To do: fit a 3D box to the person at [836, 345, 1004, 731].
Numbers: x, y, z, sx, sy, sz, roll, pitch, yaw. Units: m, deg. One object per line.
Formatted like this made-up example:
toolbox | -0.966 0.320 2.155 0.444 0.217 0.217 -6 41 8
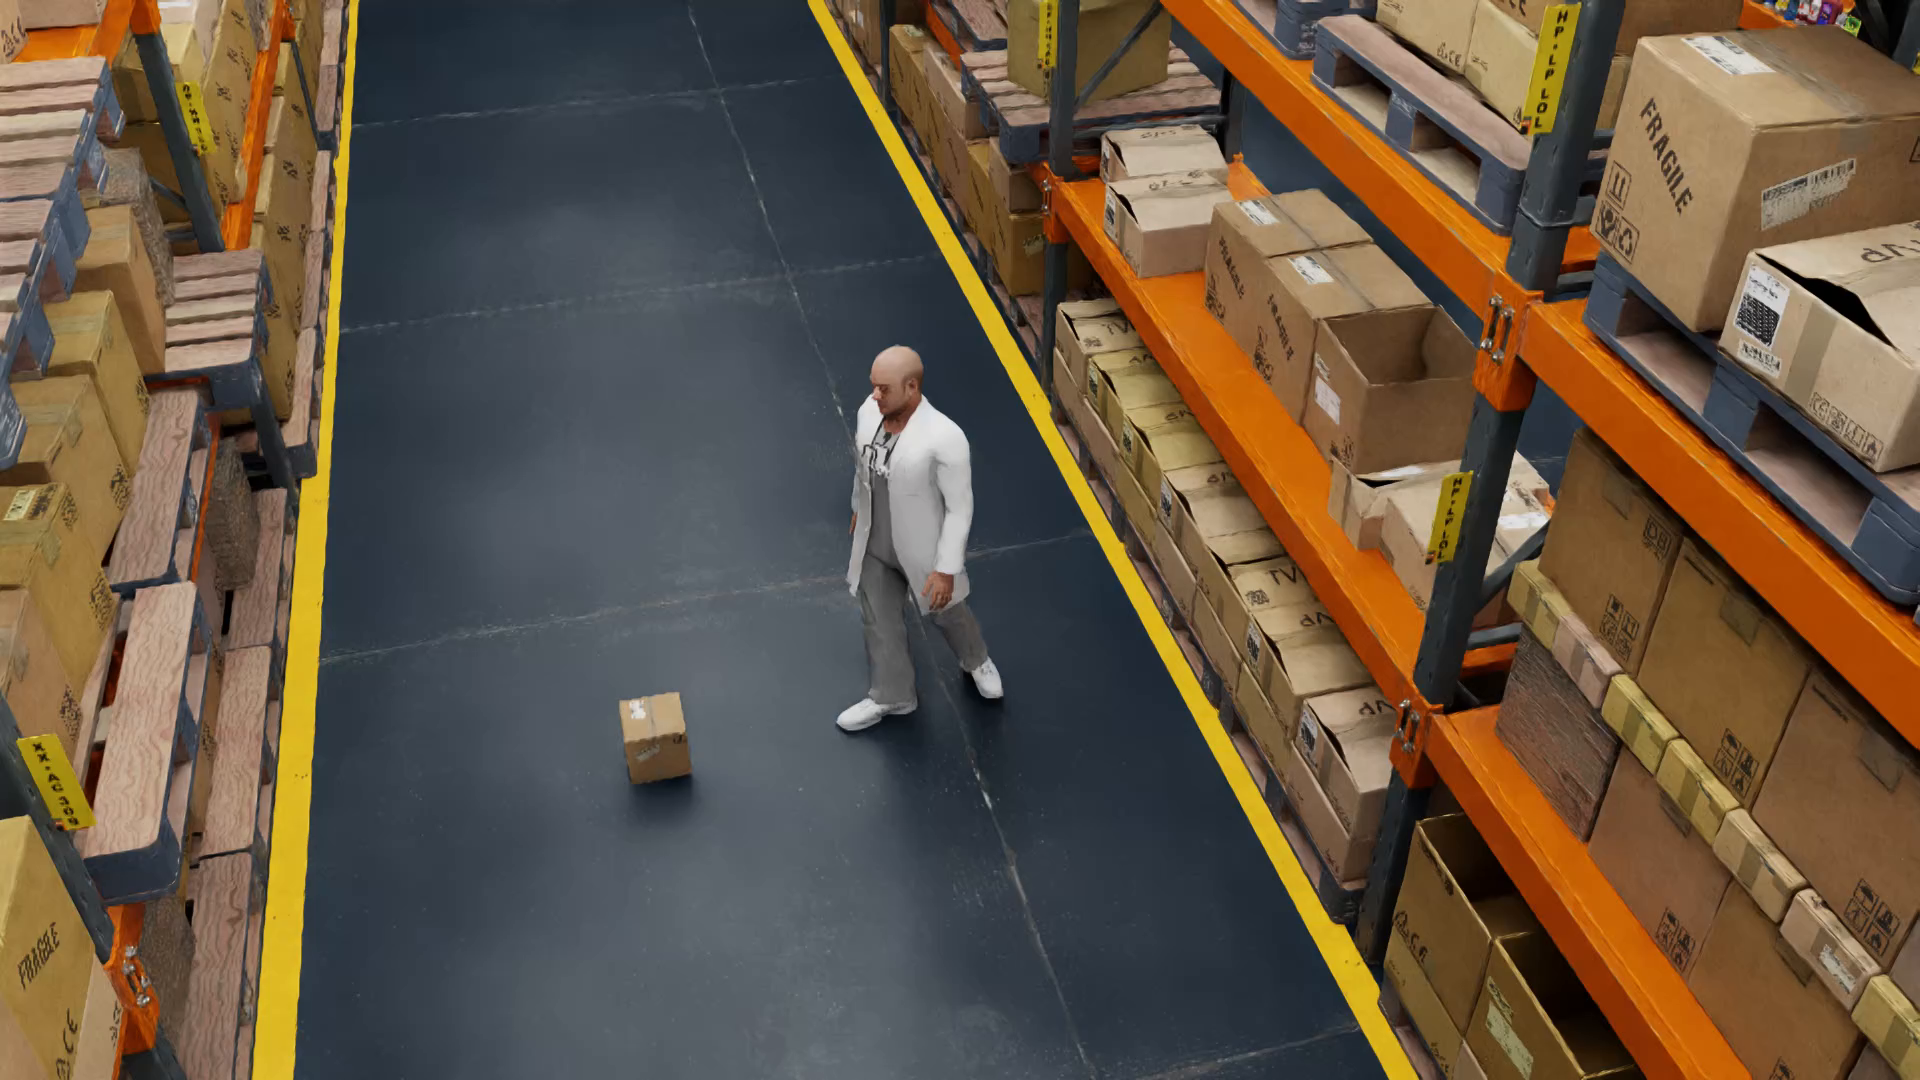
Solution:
person | -0.197 -0.015 6.750 0.683 1.773 0.730 25 44 28
